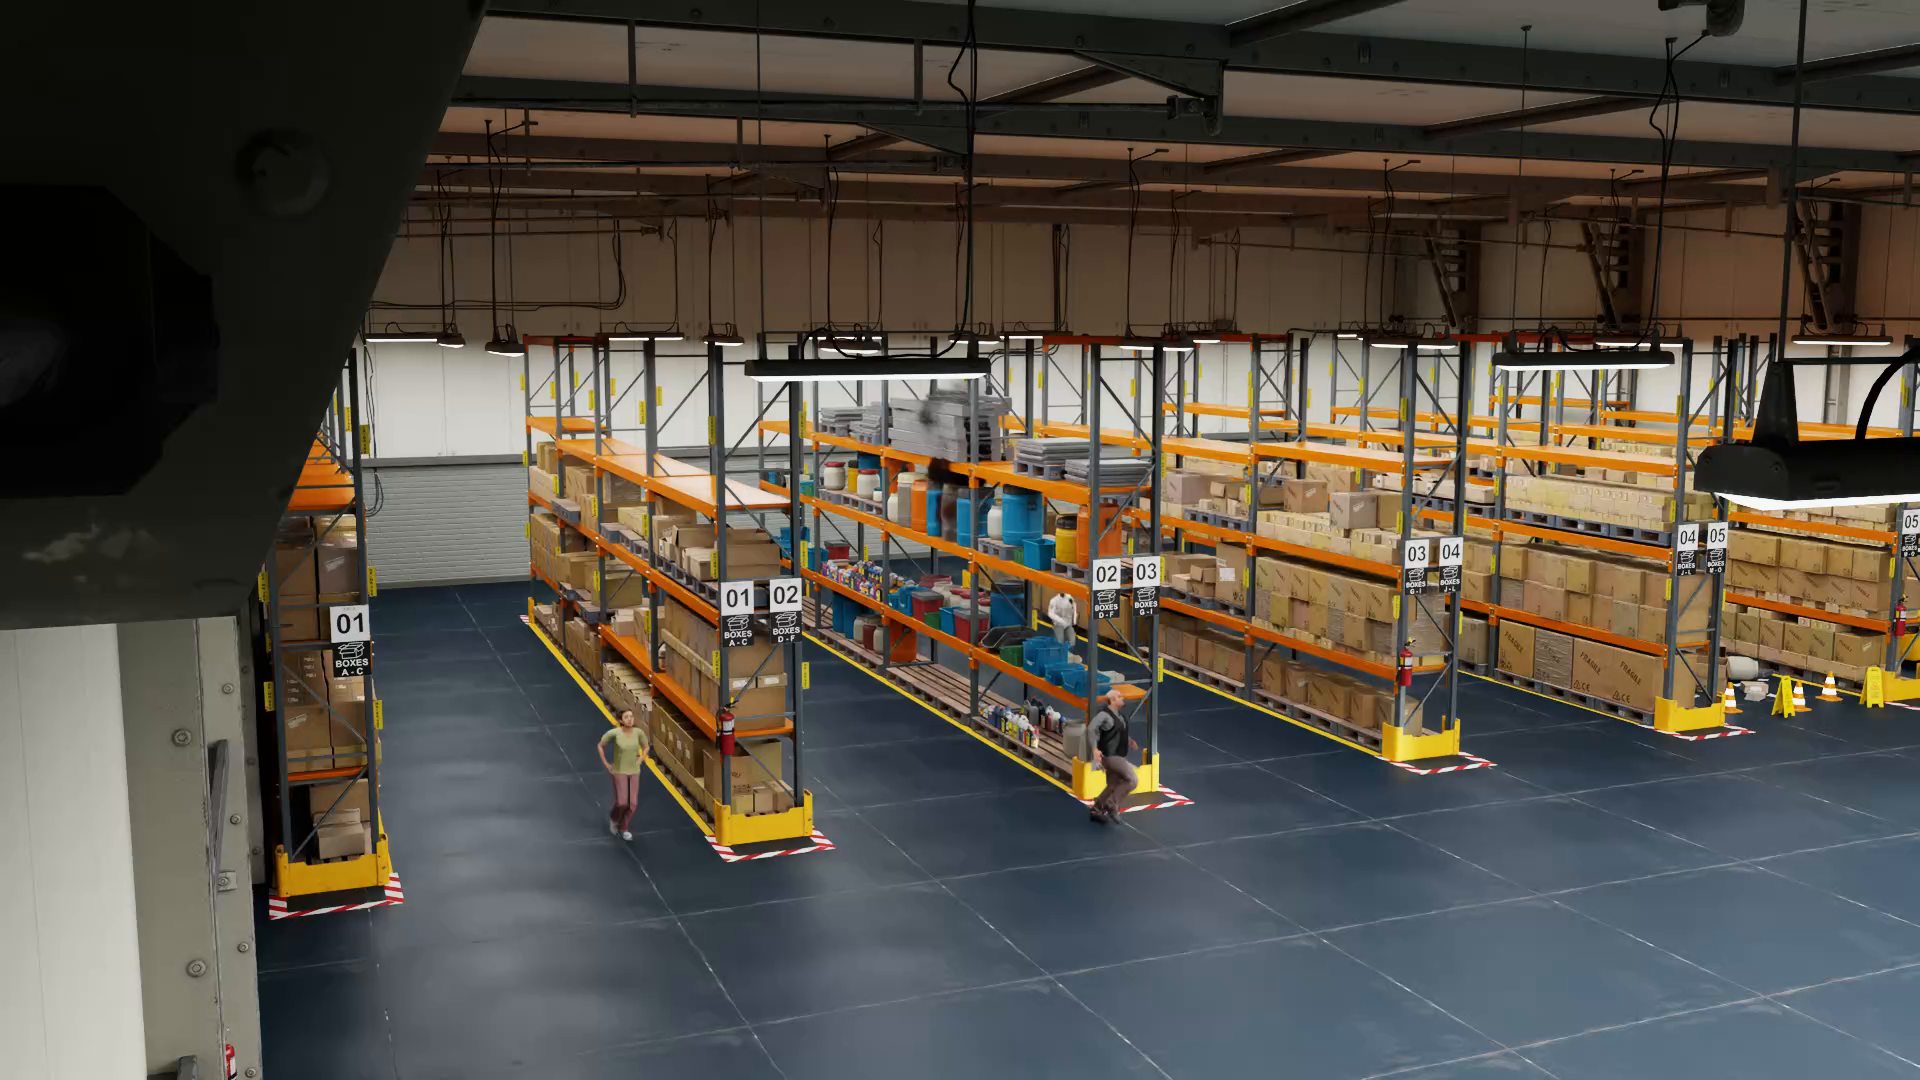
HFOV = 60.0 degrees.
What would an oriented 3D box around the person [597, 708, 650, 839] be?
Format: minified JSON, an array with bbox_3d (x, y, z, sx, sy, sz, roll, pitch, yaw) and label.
[{"bbox_3d":[-4.048,2.842,20.216,0.623,1.631,0.502,-4,9,-27],"label":"person"}]

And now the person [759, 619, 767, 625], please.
[{"bbox_3d":[-3.789,1.411,30.478,0.736,1.787,0.898,-4,9,-29],"label":"person"}]

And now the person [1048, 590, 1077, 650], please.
[{"bbox_3d":[1.884,1.539,29.999,0.642,1.660,0.601,-3,8,-22],"label":"person"}]

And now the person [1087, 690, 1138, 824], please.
[{"bbox_3d":[1.977,2.722,20.925,0.637,1.654,0.652,3,8,24],"label":"person"}]
